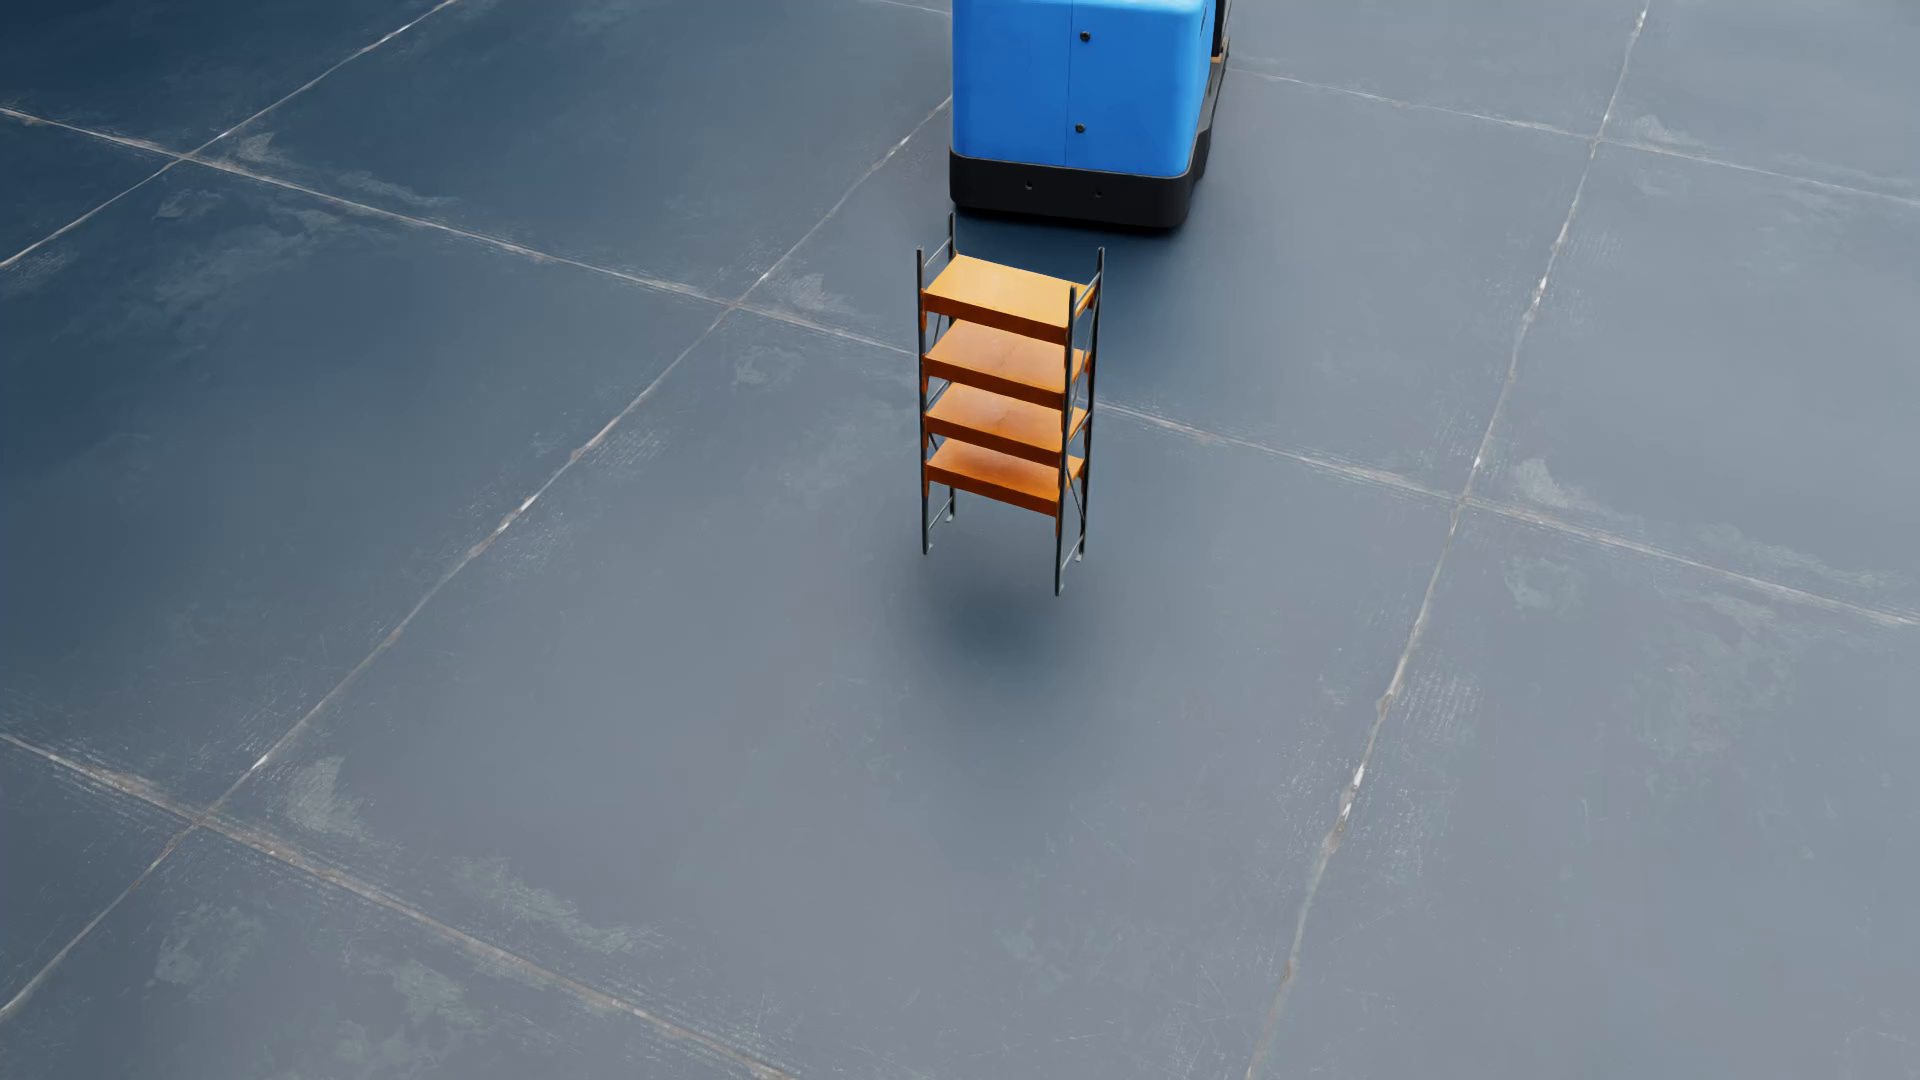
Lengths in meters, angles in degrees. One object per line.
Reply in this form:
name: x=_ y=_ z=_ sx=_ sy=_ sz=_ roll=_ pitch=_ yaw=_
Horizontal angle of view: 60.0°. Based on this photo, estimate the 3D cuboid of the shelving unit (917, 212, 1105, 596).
shelving unit: x=0.150 y=-0.408 z=5.304 sx=0.503 sy=1.200 sz=0.258 roll=17 pitch=44 yaw=19

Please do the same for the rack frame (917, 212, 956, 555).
rack frame: x=-0.071 y=-0.475 z=5.382 sx=0.015 sy=1.200 sz=0.240 roll=17 pitch=44 yaw=19

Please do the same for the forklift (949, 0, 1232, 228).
forklift: x=0.767 y=-3.432 z=7.471 sx=1.130 sy=2.935 sz=3.031 roll=8 pitch=42 yaw=9

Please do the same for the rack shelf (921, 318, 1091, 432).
rack shelf: x=0.150 y=-0.526 z=5.202 sx=0.480 sy=0.148 sz=0.258 roll=17 pitch=44 yaw=19

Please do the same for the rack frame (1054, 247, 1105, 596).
rack frame: x=0.371 y=-0.340 z=5.226 sx=0.015 sy=1.200 sz=0.240 roll=17 pitch=44 yaw=19

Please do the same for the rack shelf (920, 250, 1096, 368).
rack shelf: x=0.150 y=-0.705 z=5.047 sx=0.480 sy=0.148 sz=0.258 roll=17 pitch=44 yaw=19

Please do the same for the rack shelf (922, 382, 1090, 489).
rack shelf: x=0.150 y=-0.357 z=5.348 sx=0.480 sy=0.148 sz=0.258 roll=17 pitch=44 yaw=19

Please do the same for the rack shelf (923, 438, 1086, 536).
rack shelf: x=0.150 y=-0.207 z=5.478 sx=0.480 sy=0.148 sz=0.258 roll=17 pitch=44 yaw=19
